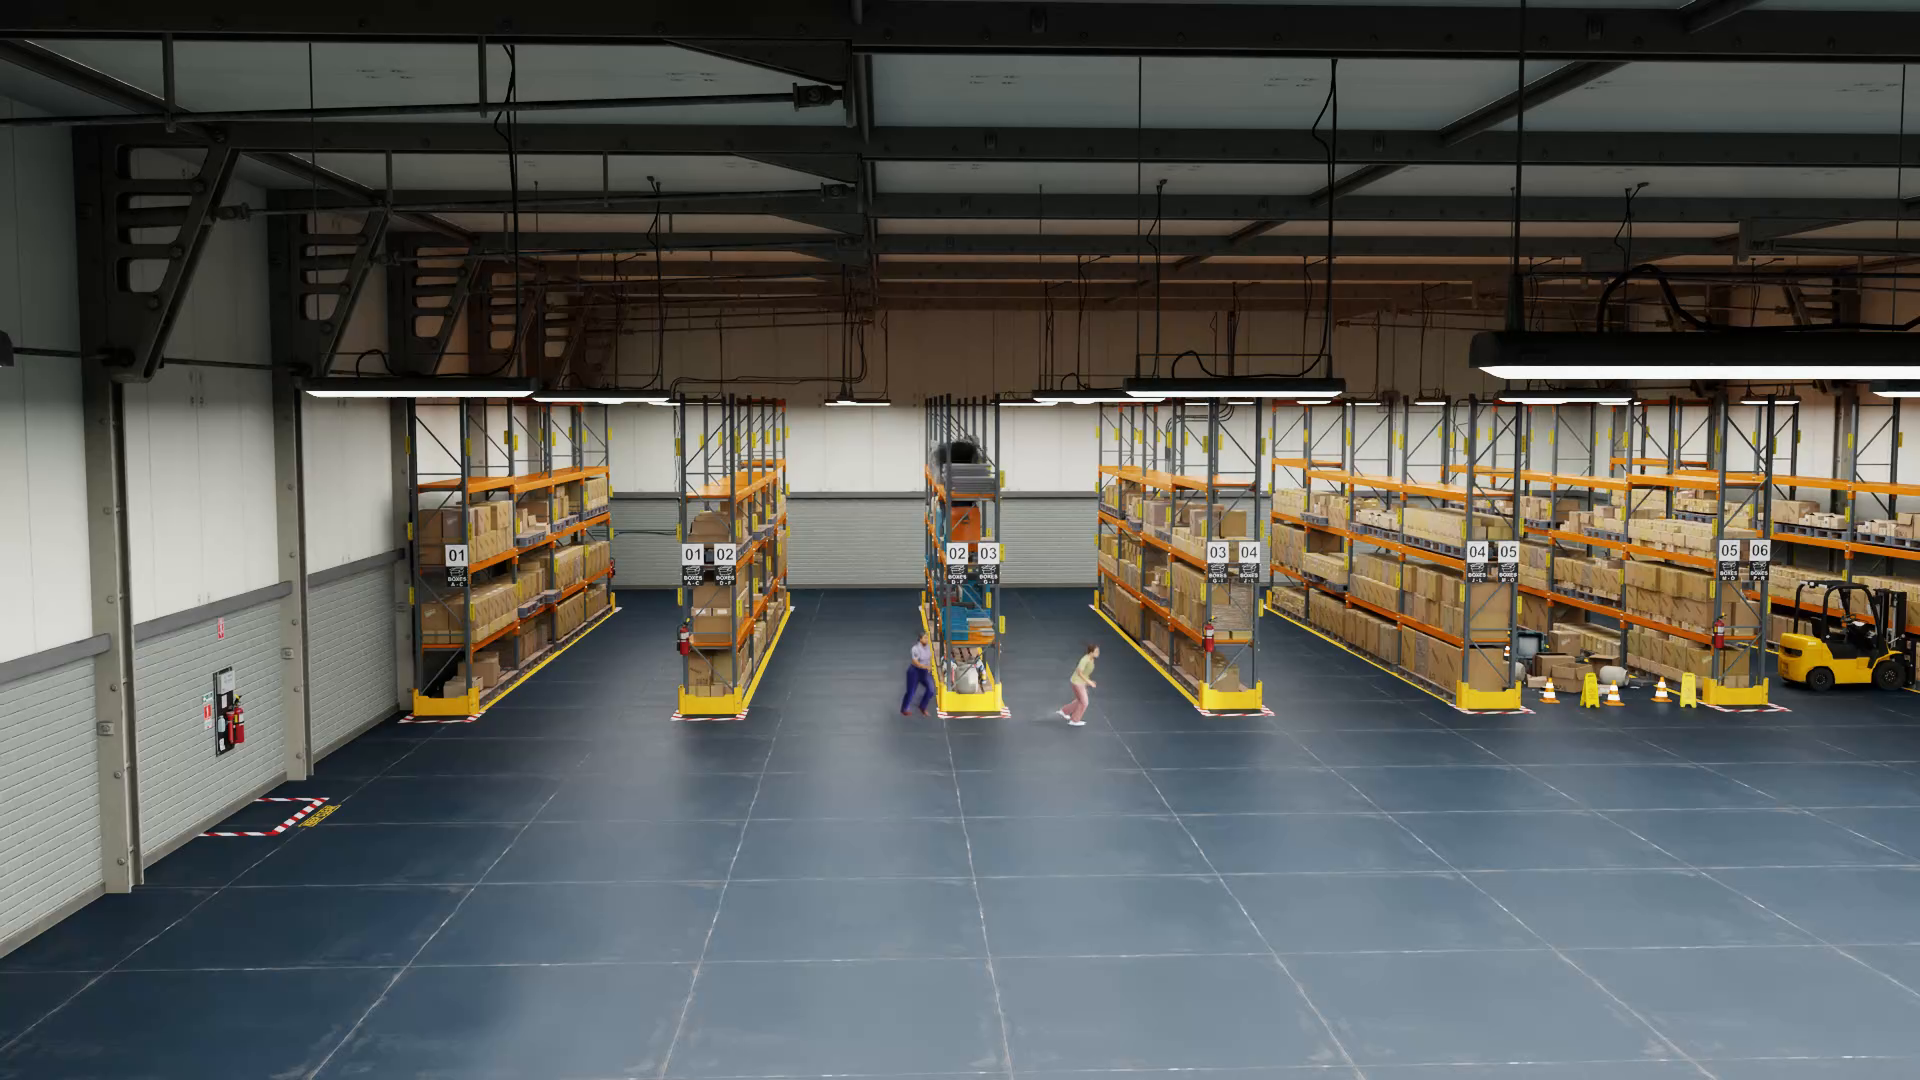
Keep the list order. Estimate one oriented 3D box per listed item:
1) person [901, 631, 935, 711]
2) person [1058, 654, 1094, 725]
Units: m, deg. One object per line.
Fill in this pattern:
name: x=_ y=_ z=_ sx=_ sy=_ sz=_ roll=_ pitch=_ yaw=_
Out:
person: x=-0.701 y=2.432 z=30.637 sx=0.553 sy=1.515 sz=0.916 roll=-4 pitch=6 yaw=-42
person: x=2.078 y=2.695 z=30.029 sx=0.690 sy=1.318 sz=0.544 roll=2 pitch=5 yaw=22
